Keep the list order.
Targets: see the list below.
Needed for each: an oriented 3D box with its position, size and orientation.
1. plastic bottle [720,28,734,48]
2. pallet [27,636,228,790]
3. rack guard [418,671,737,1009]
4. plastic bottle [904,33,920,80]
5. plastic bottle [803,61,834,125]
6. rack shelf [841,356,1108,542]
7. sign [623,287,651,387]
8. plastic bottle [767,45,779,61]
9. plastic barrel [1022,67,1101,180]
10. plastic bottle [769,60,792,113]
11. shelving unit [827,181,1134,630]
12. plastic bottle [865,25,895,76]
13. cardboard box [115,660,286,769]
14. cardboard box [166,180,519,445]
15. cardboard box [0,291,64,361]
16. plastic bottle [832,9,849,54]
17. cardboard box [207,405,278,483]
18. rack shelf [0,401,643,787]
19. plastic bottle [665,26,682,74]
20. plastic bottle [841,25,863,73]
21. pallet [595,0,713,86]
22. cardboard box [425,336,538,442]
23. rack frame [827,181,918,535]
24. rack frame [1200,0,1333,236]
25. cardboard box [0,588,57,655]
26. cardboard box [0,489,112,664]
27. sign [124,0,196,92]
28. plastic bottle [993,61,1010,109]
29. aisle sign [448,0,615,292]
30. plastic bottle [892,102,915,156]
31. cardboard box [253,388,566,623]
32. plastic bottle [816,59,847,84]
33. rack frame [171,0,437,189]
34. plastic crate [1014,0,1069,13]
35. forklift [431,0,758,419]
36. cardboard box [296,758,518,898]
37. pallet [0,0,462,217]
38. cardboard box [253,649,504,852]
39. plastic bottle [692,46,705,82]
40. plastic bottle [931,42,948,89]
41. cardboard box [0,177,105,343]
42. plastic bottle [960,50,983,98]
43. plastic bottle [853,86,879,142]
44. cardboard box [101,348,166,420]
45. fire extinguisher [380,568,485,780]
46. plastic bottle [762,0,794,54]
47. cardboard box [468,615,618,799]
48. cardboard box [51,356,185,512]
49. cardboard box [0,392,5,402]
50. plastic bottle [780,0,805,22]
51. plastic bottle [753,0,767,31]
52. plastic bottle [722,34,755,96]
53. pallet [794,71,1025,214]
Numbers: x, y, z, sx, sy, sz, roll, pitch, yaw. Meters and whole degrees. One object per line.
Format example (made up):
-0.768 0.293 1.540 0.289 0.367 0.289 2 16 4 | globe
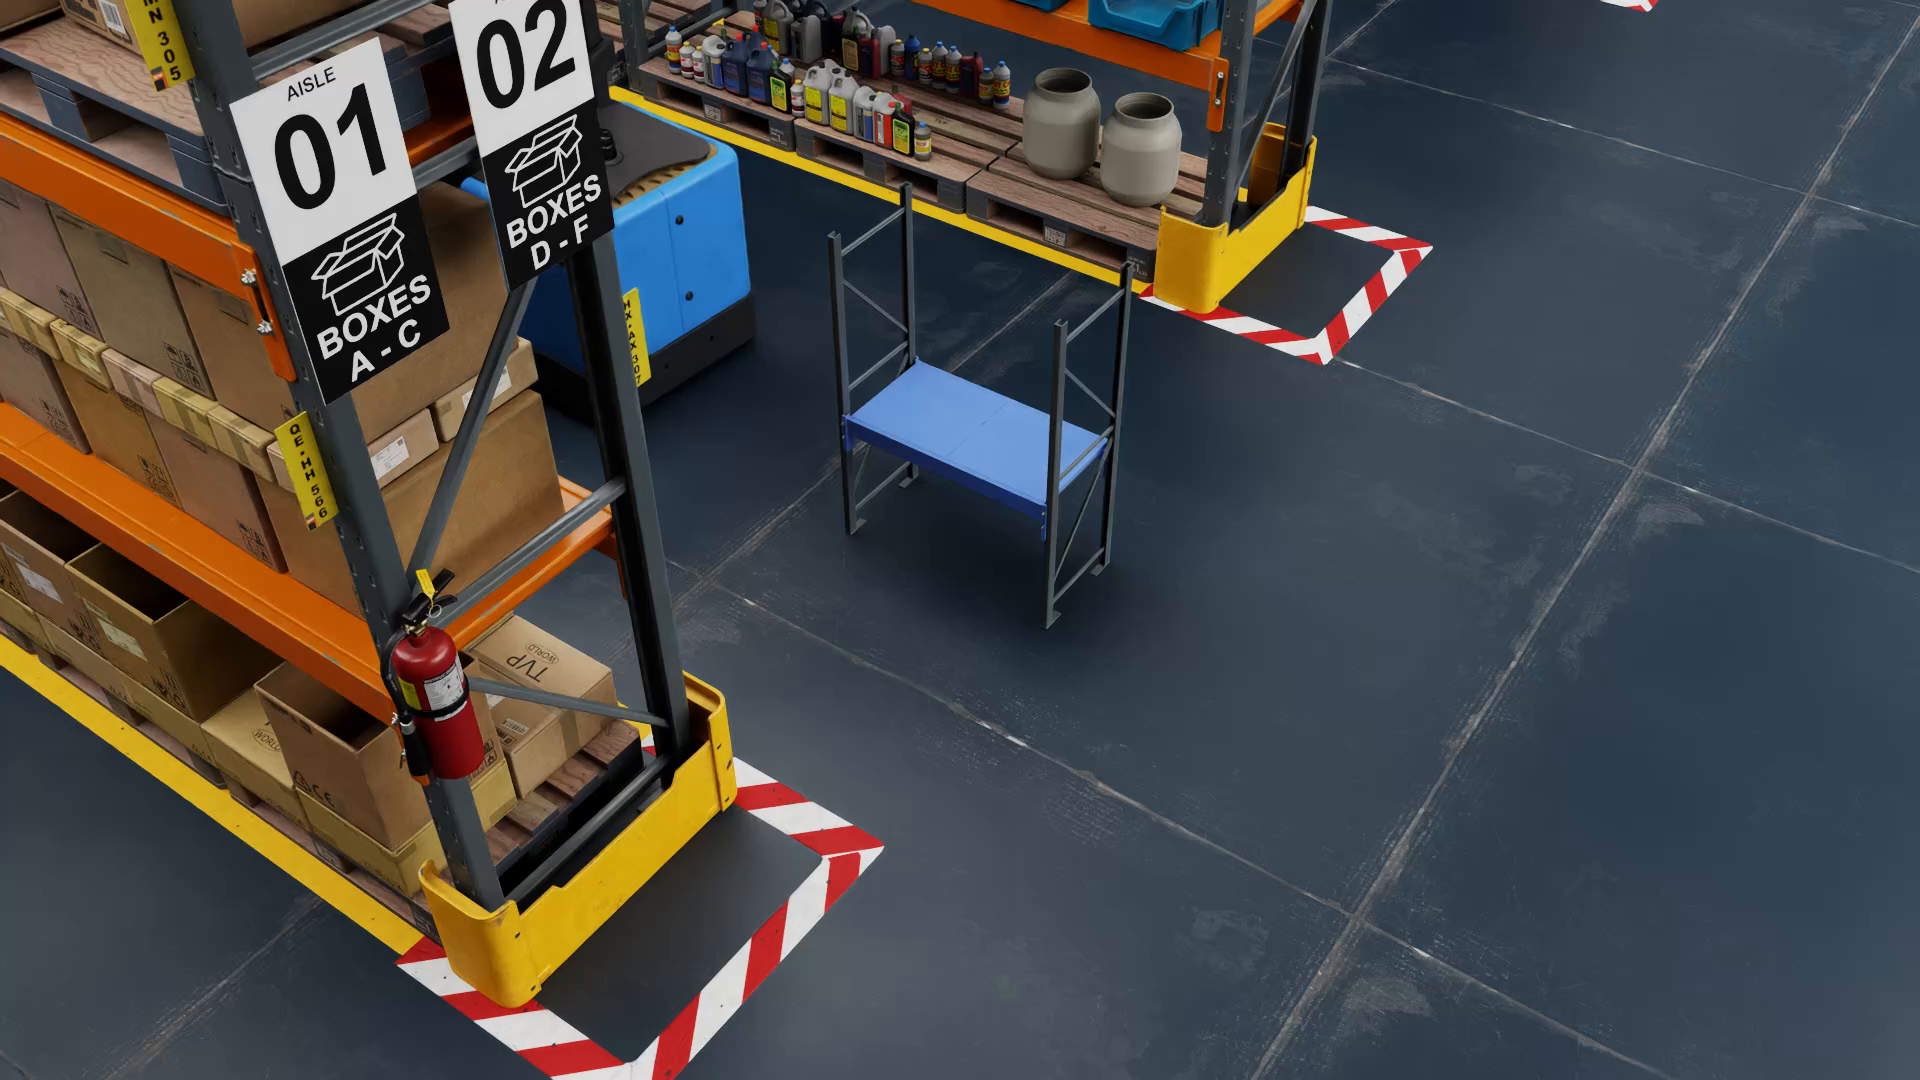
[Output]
-1.377 -2.915 9.965 0.133 0.283 0.061 25 48 25 | plastic bottle
-2.945 0.361 6.688 1.213 0.211 1.003 25 48 25 | pallet
-1.280 1.000 5.757 0.348 0.500 1.175 25 48 25 | rack guard
-0.286 -2.902 9.960 0.097 0.271 0.097 0 42 0 | plastic bottle
-0.802 -2.581 9.542 0.185 0.351 0.144 25 47 25 | plastic bottle
0.070 -0.392 6.833 1.000 0.185 0.538 25 48 25 | rack shelf
-0.976 -0.593 4.955 0.005 0.325 0.100 25 48 25 | sign
-1.117 -2.797 9.842 0.097 0.271 0.097 0 42 0 | plastic bottle
0.554 -2.275 9.094 0.421 0.512 0.421 0 42 0 | plastic barrel
-1.039 -2.633 9.650 0.133 0.283 0.061 27 48 27 | plastic bottle
0.070 -0.526 6.713 1.048 1.500 0.538 25 48 25 | shelving unit
-0.482 -2.973 10.036 0.135 0.276 0.152 26 48 26 | plastic bottle
-2.735 0.508 6.180 0.500 0.250 0.500 25 48 25 | cardboard box
-1.718 -0.667 4.698 0.500 0.500 0.700 25 48 25 | cardboard box
-2.783 -0.757 5.285 0.250 0.149 0.380 26 48 26 | cardboard box
-0.720 -3.124 10.199 0.133 0.283 0.061 28 49 28 | plastic bottle
-1.937 -0.361 4.843 0.250 0.149 0.380 26 48 26 | cardboard box
-2.937 -0.438 6.030 4.000 0.370 1.077 25 48 25 | rack shelf
-1.718 -2.961 10.026 0.097 0.271 0.097 0 42 0 | plastic bottle
-0.651 -2.974 10.032 0.133 0.283 0.061 25 48 25 | plastic bottle
-2.393 -3.415 10.909 1.213 0.211 1.003 25 48 25 | pallet
-1.497 -0.487 4.984 0.250 0.149 0.380 25 47 25 | cardboard box
-0.346 -0.721 6.931 0.032 1.500 0.500 25 48 25 | rack frame
1.548 -2.643 7.955 0.127 3.000 1.000 25 48 25 | rack frame
-3.556 0.128 6.605 0.500 0.250 0.500 25 48 25 | cardboard box
-3.145 0.038 6.143 0.500 0.500 0.500 25 48 25 | cardboard box
-1.623 -1.068 3.340 0.005 0.325 0.100 25 48 25 | sign
0.242 -2.655 9.684 0.097 0.271 0.097 0 42 0 | plastic bottle
-1.070 -1.051 4.226 0.004 0.787 0.394 25 48 25 | aisle sign
-0.314 -2.294 9.271 0.133 0.283 0.061 26 48 26 | plastic bottle
-1.675 -0.164 5.108 0.500 0.500 0.700 25 48 25 | cardboard box
-0.738 -2.644 9.668 0.135 0.276 0.152 25 48 25 | plastic bottle
-1.300 -2.176 2.934 0.127 3.000 1.000 25 48 25 | rack frame
0.438 -2.868 8.317 0.408 0.251 0.499 25 48 25 | plastic crate
-2.477 -2.459 7.800 3.031 2.935 1.130 28 49 28 | forklift
-1.908 0.884 5.760 0.500 0.250 0.500 25 48 25 | cardboard box
-1.864 -1.310 4.282 1.213 0.211 1.003 25 48 25 | pallet
-1.910 0.605 5.509 0.500 0.500 0.500 25 48 25 | cardboard box
-1.552 -2.857 9.962 0.097 0.201 0.097 0 42 0 | plastic bottle
-0.120 -2.824 9.873 0.097 0.271 0.097 0 42 0 | plastic bottle
-2.565 -1.058 5.135 0.500 0.500 0.700 25 48 25 | cardboard box
0.067 -2.756 9.788 0.133 0.283 0.061 26 48 26 | plastic bottle
-0.512 -2.421 9.419 0.135 0.276 0.152 24 47 24 | plastic bottle
-2.351 -0.557 5.061 0.250 0.149 0.380 26 48 26 | cardboard box
-1.470 0.387 4.626 0.183 0.674 0.296 25 48 25 | fire extinguisher
-1.117 -3.184 10.215 0.185 0.351 0.144 25 48 25 | plastic bottle
-1.611 0.601 6.076 0.500 0.250 0.500 25 48 25 | cardboard box
-2.510 -0.555 5.546 0.500 0.500 0.700 25 48 26 | cardboard box
-3.364 -0.950 5.988 0.500 0.500 0.700 26 48 26 | cardboard box
-1.035 -3.262 10.303 0.185 0.351 0.144 24 47 24 | plastic bottle
-1.251 -3.327 10.488 0.097 0.201 0.097 0 42 0 | plastic bottle
-1.305 -2.816 9.804 0.185 0.351 0.144 26 48 26 | plastic bottle
-0.198 -2.389 9.762 1.213 0.211 1.003 25 48 25 | pallet
